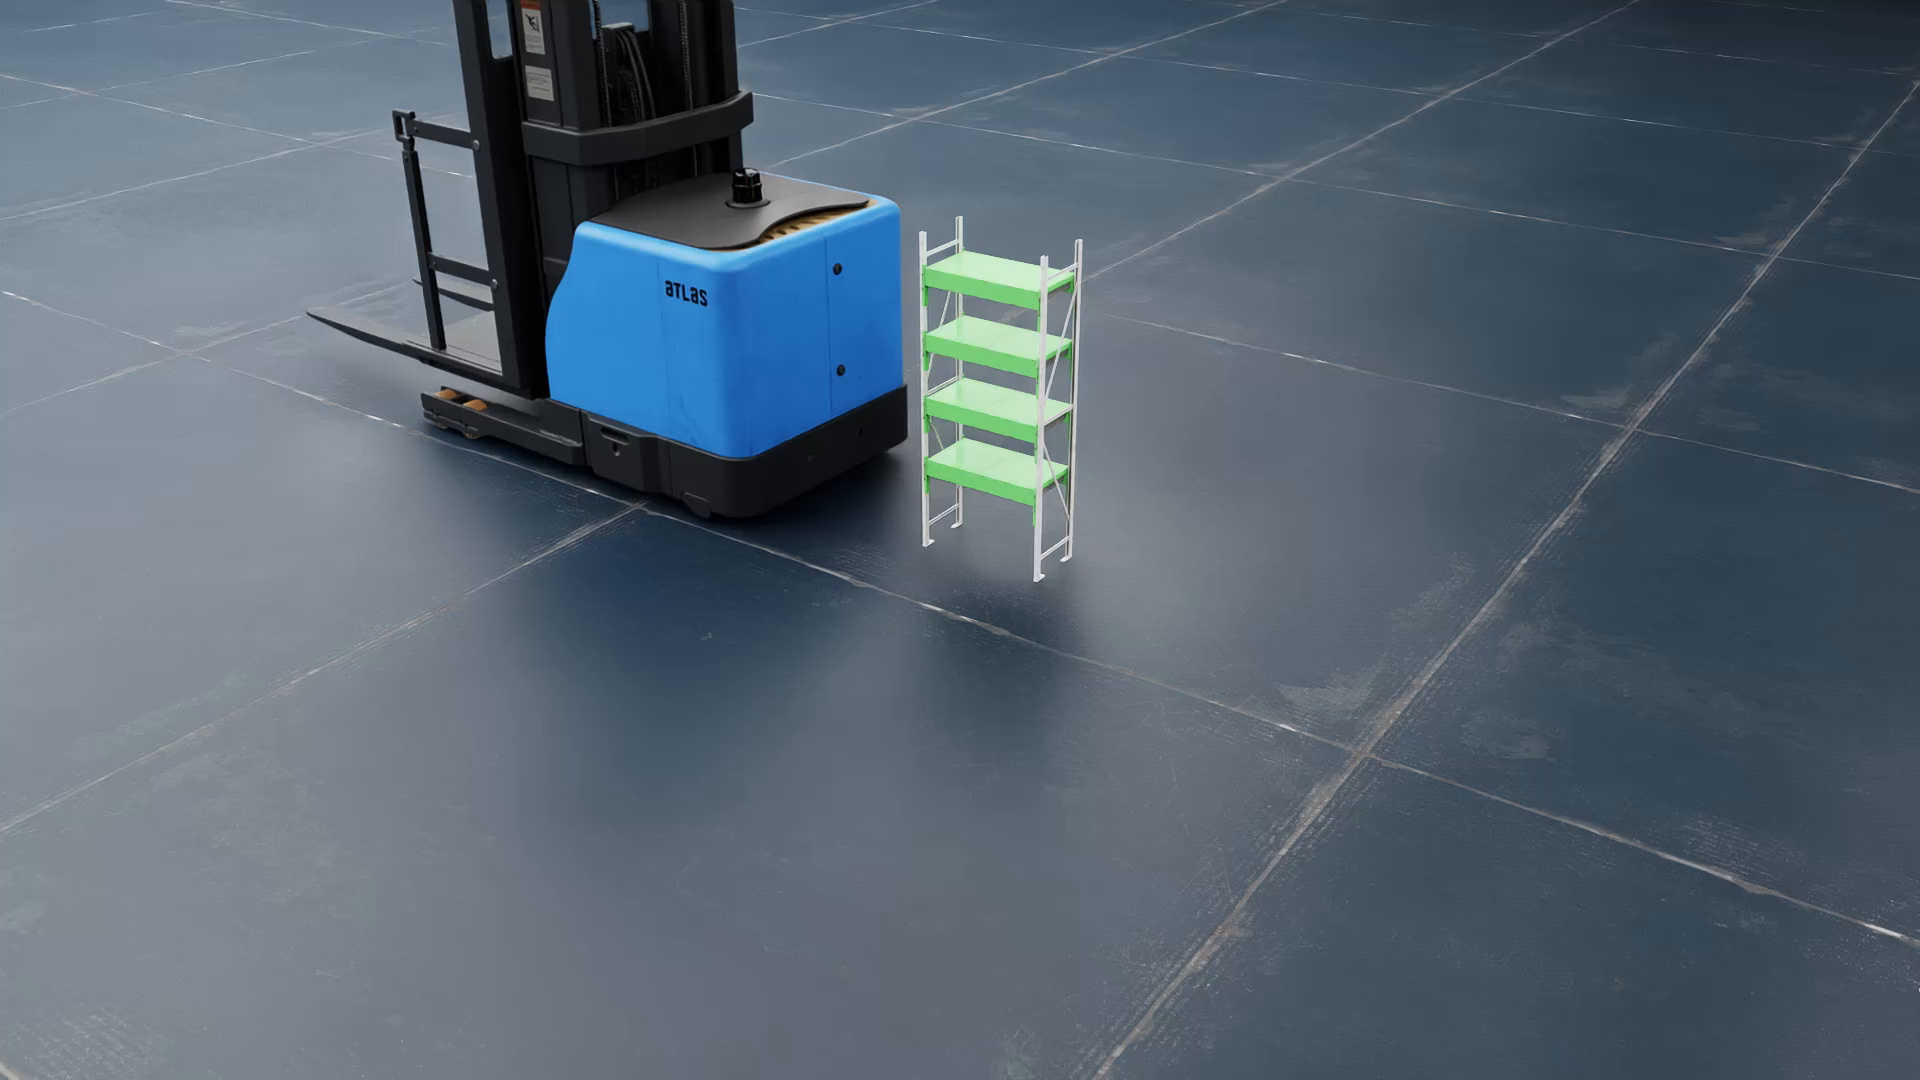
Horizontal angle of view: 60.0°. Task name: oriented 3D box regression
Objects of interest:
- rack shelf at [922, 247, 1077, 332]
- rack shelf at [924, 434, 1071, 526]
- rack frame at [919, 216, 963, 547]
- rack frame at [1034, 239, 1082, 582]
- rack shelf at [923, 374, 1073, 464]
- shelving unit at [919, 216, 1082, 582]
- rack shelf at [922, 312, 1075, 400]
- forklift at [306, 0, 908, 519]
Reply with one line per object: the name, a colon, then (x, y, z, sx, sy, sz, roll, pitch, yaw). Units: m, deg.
rack shelf: (0.136, -0.863, 5.706, 0.480, 0.148, 0.258, 17, 32, 30)
rack shelf: (0.136, -0.221, 6.032, 0.480, 0.148, 0.258, 17, 32, 30)
rack frame: (-0.065, -0.555, 6.017, 0.015, 1.200, 0.240, 17, 32, 30)
rack frame: (0.338, -0.430, 5.771, 0.015, 1.200, 0.240, 17, 32, 30)
rack shelf: (0.136, -0.435, 5.923, 0.480, 0.148, 0.258, 17, 32, 30)
shelving unit: (0.136, -0.492, 5.894, 0.503, 1.200, 0.258, 17, 32, 30)
rack shelf: (0.136, -0.649, 5.814, 0.480, 0.148, 0.258, 17, 32, 30)
forklift: (-1.701, -1.907, 6.765, 3.031, 2.935, 1.130, 19, 32, 32)
